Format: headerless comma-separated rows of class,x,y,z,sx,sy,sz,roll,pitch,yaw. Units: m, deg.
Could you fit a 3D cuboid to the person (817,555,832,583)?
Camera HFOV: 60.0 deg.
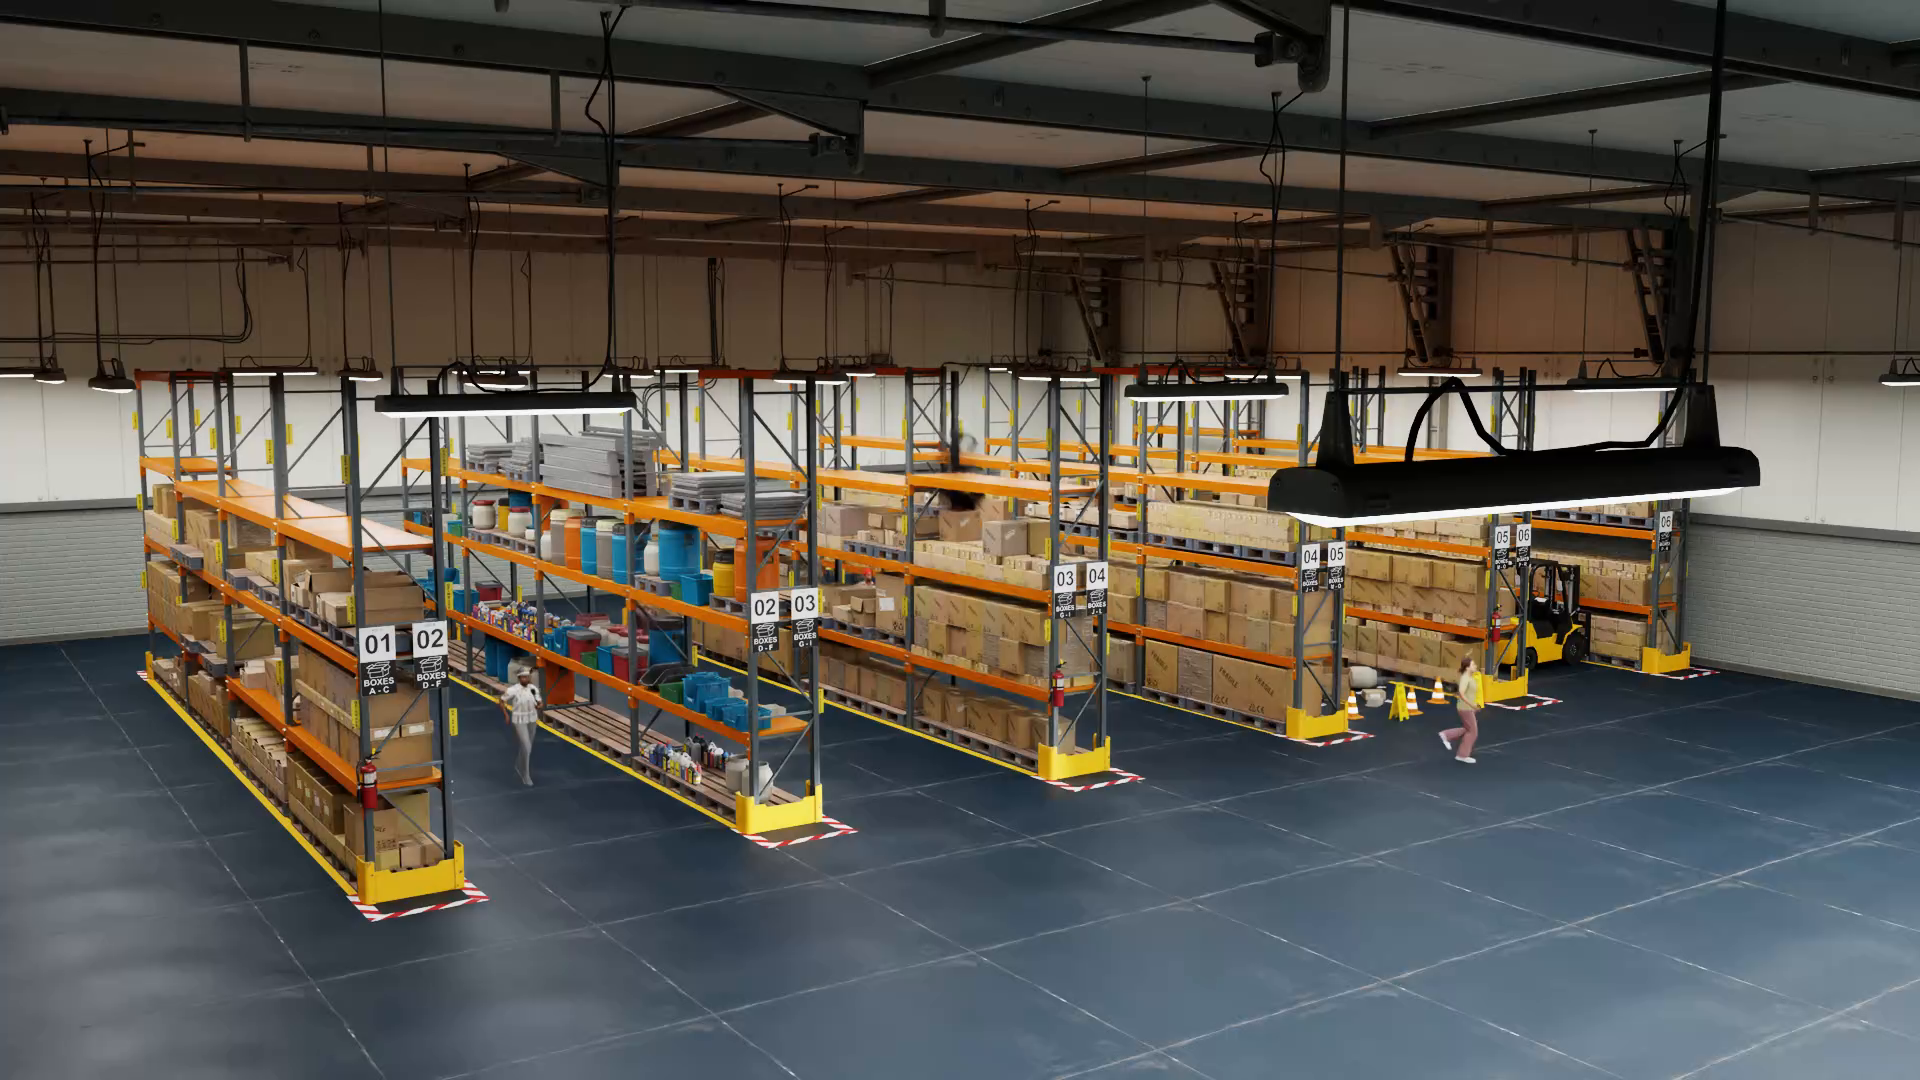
person,-3.383,0.758,41.832,0.699,1.809,0.740,6,9,44

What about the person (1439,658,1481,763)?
person,7.763,2.622,25.789,0.615,1.646,0.599,2,7,19

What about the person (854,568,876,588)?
person,-1.922,1.488,35.054,0.702,1.785,0.641,6,9,43

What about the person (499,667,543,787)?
person,-6.429,2.731,24.528,0.763,1.760,0.549,6,9,44

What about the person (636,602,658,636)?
person,-5.941,1.919,31.573,0.624,1.736,0.712,6,9,43
